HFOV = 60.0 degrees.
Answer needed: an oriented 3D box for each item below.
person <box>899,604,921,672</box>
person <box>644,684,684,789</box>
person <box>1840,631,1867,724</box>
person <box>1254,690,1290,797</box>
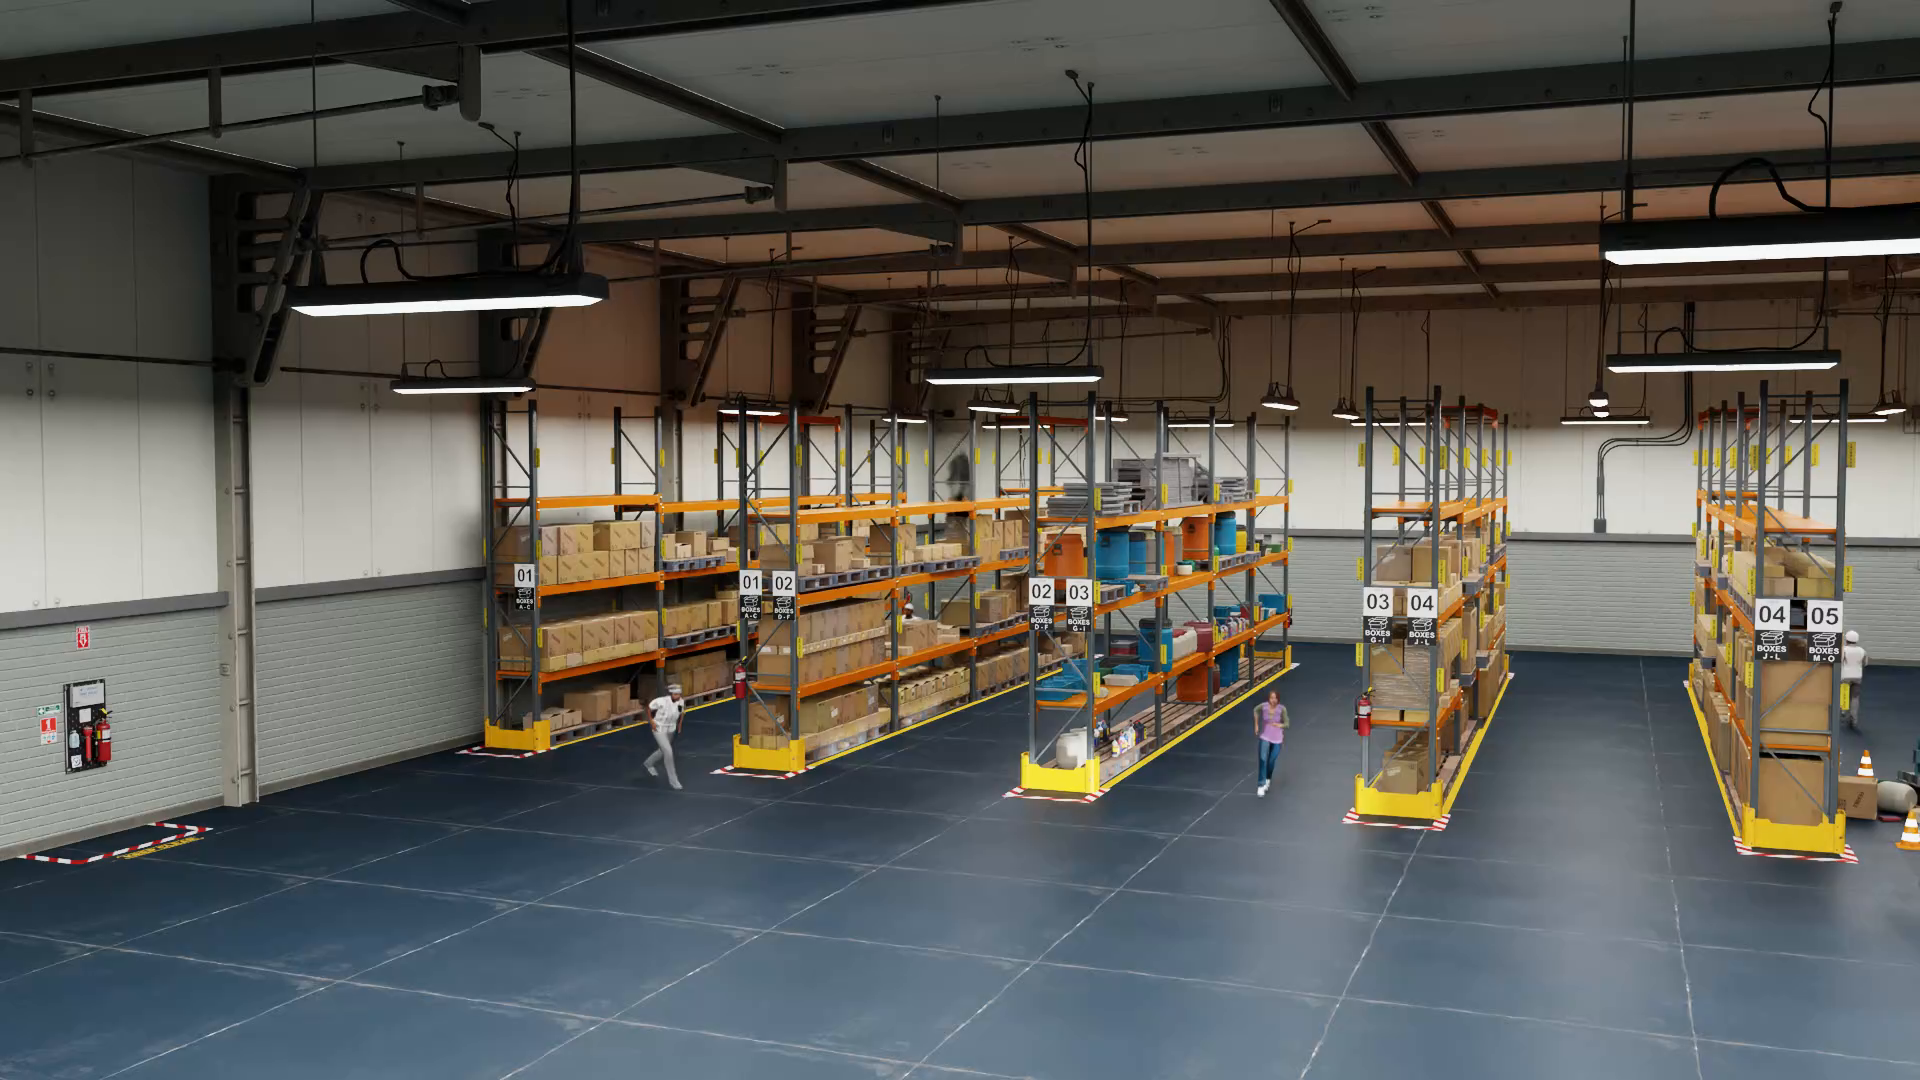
[{"bbox_3d":[-1.123,2.294,36.591,0.681,1.792,0.990,1,3,22],"label":"person"},{"bbox_3d":[-4.571,2.976,25.465,0.612,1.627,0.986,-2,4,-40],"label":"person"},{"bbox_3d":[16.664,2.581,31.190,0.629,1.769,0.687,1,3,14],"label":"person"},{"bbox_3d":[4.634,3.022,24.756,0.534,1.629,0.766,1,3,12],"label":"person"}]
